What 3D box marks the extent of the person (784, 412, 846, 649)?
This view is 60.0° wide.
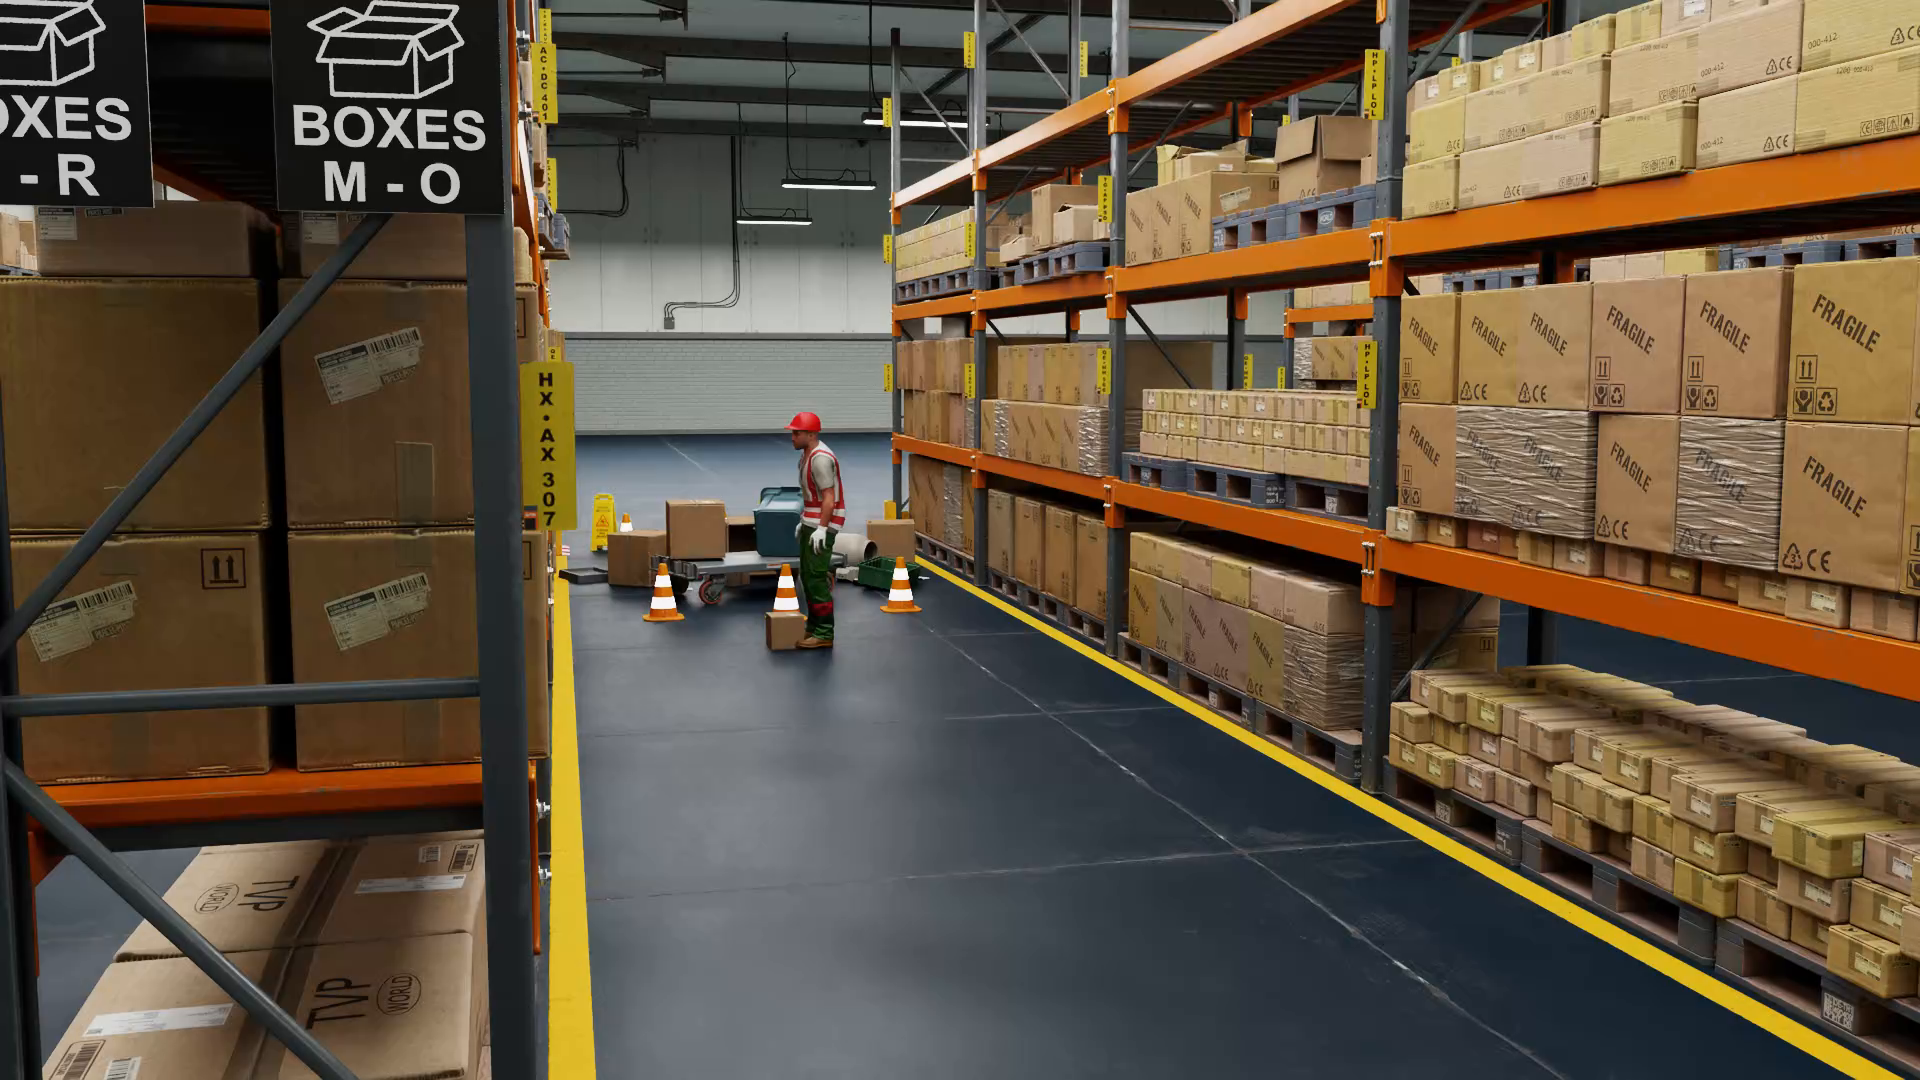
[{"bbox_3d":[-1.106,-0.079,12.566,0.449,1.779,0.619,-2,6,-17],"label":"person"}]
